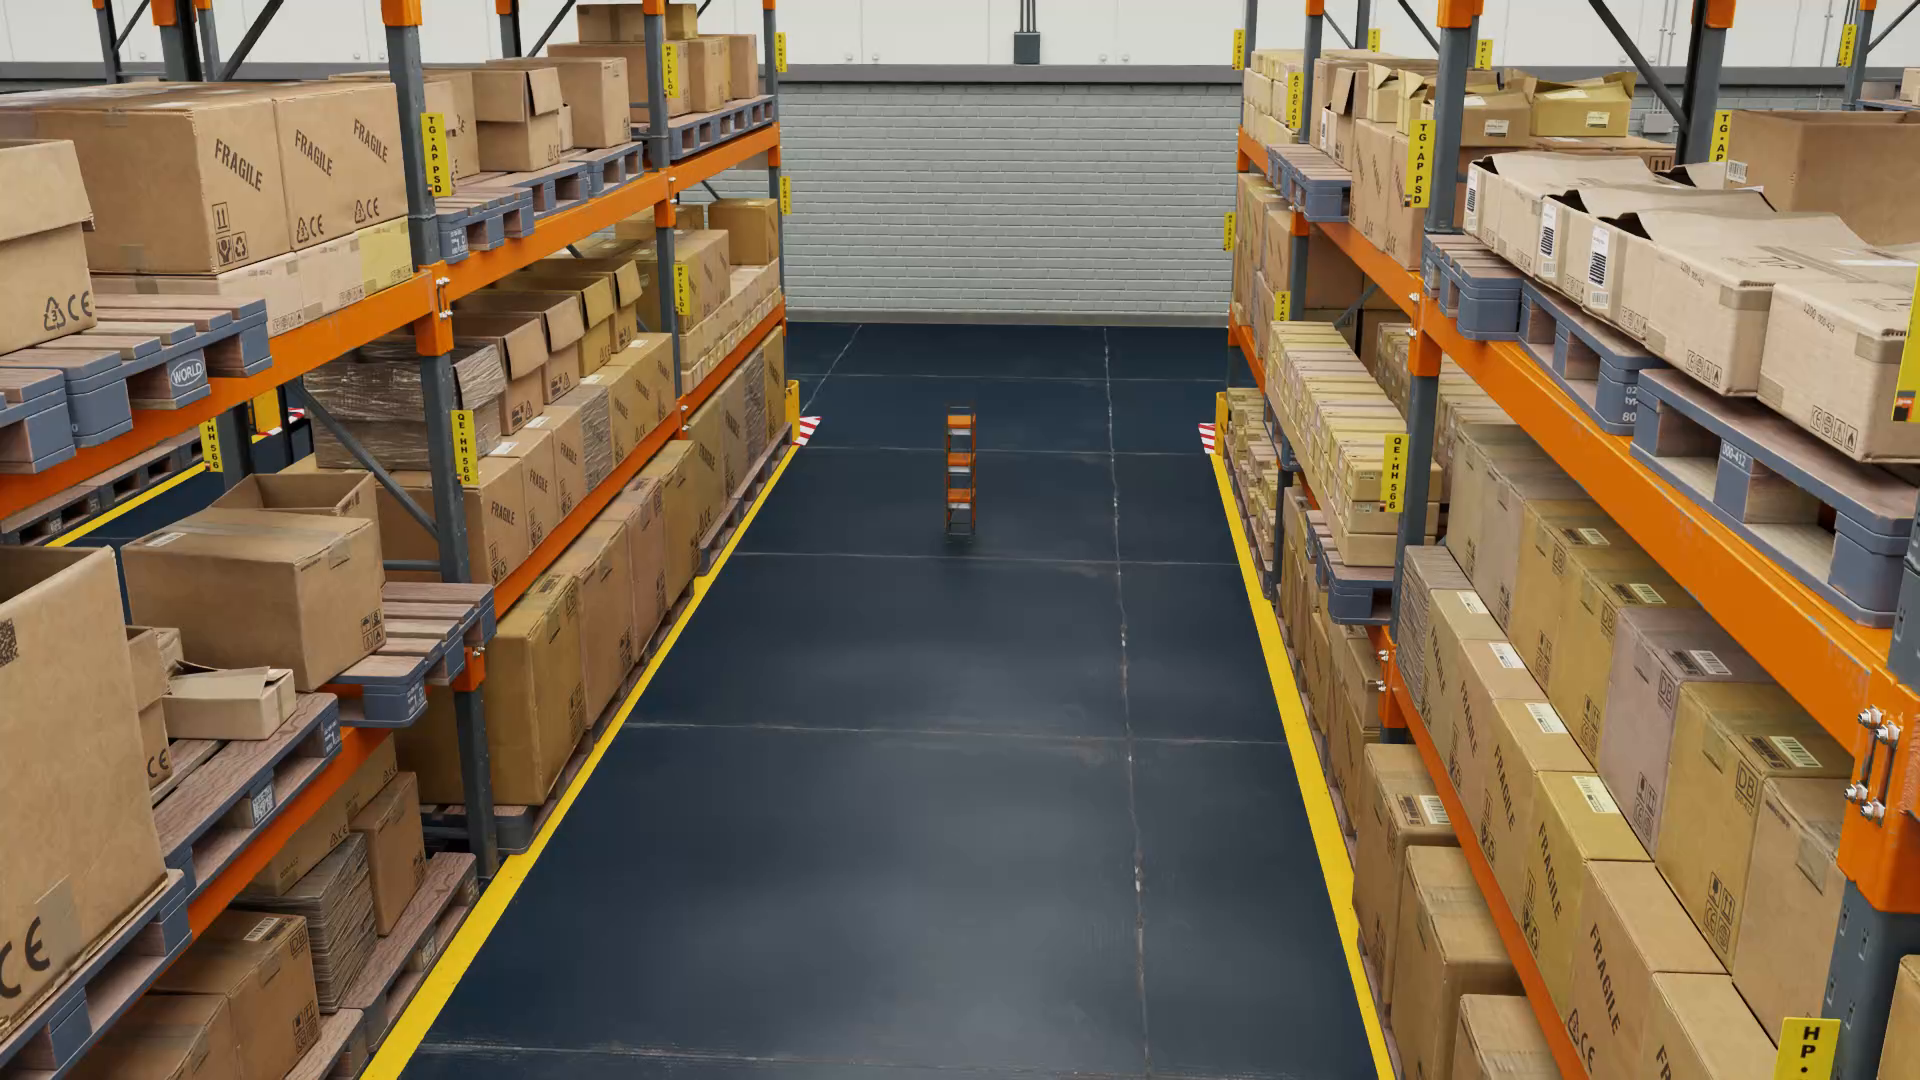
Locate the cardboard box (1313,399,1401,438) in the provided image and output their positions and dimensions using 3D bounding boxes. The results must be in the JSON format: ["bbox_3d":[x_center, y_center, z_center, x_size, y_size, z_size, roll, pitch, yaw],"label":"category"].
[{"bbox_3d":[1.947,-0.588,8.174,0.380,0.149,0.250,1,18,4],"label":"cardboard box"}]

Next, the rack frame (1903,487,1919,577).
[{"bbox_3d":[2.005,-1.354,2.104,1.000,3.000,0.127,1,18,4],"label":"rack frame"}]

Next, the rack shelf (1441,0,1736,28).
[{"bbox_3d":[2.148,-1.443,4.174,1.077,0.370,4.000,1,18,4],"label":"rack shelf"}]

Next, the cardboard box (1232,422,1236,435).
[{"bbox_3d":[2.496,-0.976,14.009,0.380,0.149,0.250,1,18,4],"label":"cardboard box"}]

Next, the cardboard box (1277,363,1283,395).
[{"bbox_3d":[2.057,-0.937,9.715,0.380,0.149,0.250,2,18,5],"label":"cardboard box"}]

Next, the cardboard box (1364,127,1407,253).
[{"bbox_3d":[2.102,-1.557,7.380,0.500,0.500,0.500,1,18,4],"label":"cardboard box"}]

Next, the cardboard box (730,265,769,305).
[{"bbox_3d":[-1.882,-2.128,13.864,0.500,0.250,0.500,1,18,3],"label":"cardboard box"}]

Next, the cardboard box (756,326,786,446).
[{"bbox_3d":[-2.041,-1.362,14.499,0.875,0.875,0.875,1,18,4],"label":"cardboard box"}]

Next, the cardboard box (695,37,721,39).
[{"bbox_3d":[-2.208,-3.596,12.767,0.700,0.500,0.500,0,18,0],"label":"cardboard box"}]

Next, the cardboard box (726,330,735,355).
[{"bbox_3d":[-1.916,-1.498,12.580,0.380,0.149,0.250,1,18,5],"label":"cardboard box"}]

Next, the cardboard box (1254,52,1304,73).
[{"bbox_3d":[2.468,-3.679,12.814,0.380,0.149,0.250,2,18,5],"label":"cardboard box"}]

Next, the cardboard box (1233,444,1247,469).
[{"bbox_3d":[2.433,-0.682,13.591,0.380,0.149,0.250,2,18,5],"label":"cardboard box"}]

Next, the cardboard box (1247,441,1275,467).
[{"bbox_3d":[2.365,-0.638,12.503,0.380,0.149,0.250,1,18,2],"label":"cardboard box"}]

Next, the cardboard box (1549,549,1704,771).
[{"bbox_3d":[2.144,0.346,4.783,0.700,0.500,0.500,1,18,3],"label":"cardboard box"}]

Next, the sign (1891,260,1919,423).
[{"bbox_3d":[1.463,-0.333,2.469,0.100,0.325,0.005,1,18,4],"label":"sign"}]

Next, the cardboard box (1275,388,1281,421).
[{"bbox_3d":[2.056,-0.792,9.752,0.380,0.149,0.250,1,18,4],"label":"cardboard box"}]

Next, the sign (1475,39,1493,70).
[{"bbox_3d":[3.132,-2.835,9.977,0.100,0.325,0.005,1,18,4],"label":"sign"}]

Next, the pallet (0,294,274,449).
[{"bbox_3d":[-2.713,-0.493,4.595,1.213,0.211,1.003,1,18,4],"label":"pallet"}]

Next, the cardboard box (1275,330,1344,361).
[{"bbox_3d":[2.078,-1.152,9.895,0.380,0.149,0.250,2,18,5],"label":"cardboard box"}]

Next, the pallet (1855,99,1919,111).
[{"bbox_3d":[7.767,-3.304,13.013,1.003,0.211,1.213,1,18,4],"label":"pallet"}]

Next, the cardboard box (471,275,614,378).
[{"bbox_3d":[-2.460,-1.243,9.627,0.797,0.503,0.637,1,18,5],"label":"cardboard box"}]

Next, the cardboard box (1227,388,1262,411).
[{"bbox_3d":[2.489,-1.203,14.224,0.380,0.149,0.250,0,18,1],"label":"cardboard box"}]

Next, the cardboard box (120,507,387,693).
[{"bbox_3d":[-2.587,0.209,6.131,0.700,0.500,0.500,4,19,12],"label":"cardboard box"}]

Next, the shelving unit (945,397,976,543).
[{"bbox_3d":[0.004,-0.516,12.310,0.215,1.050,0.252,1,18,4],"label":"shelving unit"}]

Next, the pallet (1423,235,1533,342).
[{"bbox_3d":[2.298,-0.880,5.778,1.213,0.211,1.003,2,18,6],"label":"pallet"}]

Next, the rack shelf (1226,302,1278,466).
[{"bbox_3d":[2.722,-1.267,12.628,1.077,0.370,4.000,1,18,4],"label":"rack shelf"}]

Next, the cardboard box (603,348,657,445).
[{"bbox_3d":[-2.165,-0.873,10.108,0.500,0.500,0.500,2,18,6],"label":"cardboard box"}]

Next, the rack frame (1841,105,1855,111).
[{"bbox_3d":[7.810,-2.151,14.171,1.000,3.000,0.127,1,18,4],"label":"rack frame"}]

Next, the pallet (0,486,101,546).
[{"bbox_3d":[-7.288,-0.145,12.525,1.003,0.211,1.213,1,18,4],"label":"pallet"}]

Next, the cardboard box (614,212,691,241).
[{"bbox_3d":[-2.445,-2.339,13.304,0.500,0.500,0.500,1,18,2],"label":"cardboard box"}]

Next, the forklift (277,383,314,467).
[{"bbox_3d":[-4.566,-1.576,12.525,1.130,2.935,3.031,1,18,2],"label":"forklift"}]

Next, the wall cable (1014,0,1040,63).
[{"bbox_3d":[1.768,-8.431,18.535,2.277,5.999,0.120,1,18,4],"label":"wall cable"}]

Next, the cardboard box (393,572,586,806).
[{"bbox_3d":[-2.578,0.709,8.181,1.225,0.875,0.875,0,18,1],"label":"cardboard box"}]

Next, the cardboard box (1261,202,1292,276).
[{"bbox_3d":[2.425,-2.123,11.841,0.500,0.500,0.500,2,18,5],"label":"cardboard box"}]

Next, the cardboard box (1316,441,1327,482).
[{"bbox_3d":[1.925,-0.373,7.996,0.380,0.149,0.250,1,18,4],"label":"cardboard box"}]

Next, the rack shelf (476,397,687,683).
[{"bbox_3d":[-2.505,-0.167,9.271,1.077,0.370,4.000,1,18,4],"label":"rack shelf"}]

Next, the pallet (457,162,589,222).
[{"bbox_3d":[-2.578,-1.772,8.499,1.003,0.211,1.213,2,18,6],"label":"pallet"}]

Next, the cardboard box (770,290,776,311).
[{"bbox_3d":[-1.789,-2.054,14.278,0.380,0.149,0.250,1,18,4],"label":"cardboard box"}]

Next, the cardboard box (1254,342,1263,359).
[{"bbox_3d":[2.406,-1.450,12.433,0.380,0.149,0.250,2,18,5],"label":"cardboard box"}]

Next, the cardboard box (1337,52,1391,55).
[{"bbox_3d":[3.091,-3.663,12.765,0.380,0.149,0.250,2,18,5],"label":"cardboard box"}]

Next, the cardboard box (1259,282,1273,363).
[{"bbox_3d":[2.370,-1.495,11.529,0.500,0.500,0.500,1,18,2],"label":"cardboard box"}]

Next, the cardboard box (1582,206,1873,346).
[{"bbox_3d":[1.911,-0.683,4.180,0.500,0.311,0.500,1,18,2],"label":"cardboard box"}]

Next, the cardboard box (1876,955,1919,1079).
[{"bbox_3d":[1.944,1.026,2.499,0.875,0.550,0.550,1,18,4],"label":"cardboard box"}]

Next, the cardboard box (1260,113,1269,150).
[{"bbox_3d":[2.464,-2.967,12.084,0.500,0.250,0.500,1,18,4],"label":"cardboard box"}]

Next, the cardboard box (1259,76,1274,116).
[{"bbox_3d":[2.455,-3.215,12.040,0.500,0.250,0.500,1,18,2],"label":"cardboard box"}]

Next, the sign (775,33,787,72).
[{"bbox_3d":[-1.534,-4.164,14.203,0.100,0.325,0.005,1,18,4],"label":"sign"}]

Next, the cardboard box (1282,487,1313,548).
[{"bbox_3d":[2.262,-0.132,10.145,0.500,0.250,0.500,0,18,1],"label":"cardboard box"}]

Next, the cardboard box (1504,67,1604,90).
[{"bbox_3d":[2.612,-1.942,7.325,0.396,0.266,0.258,1,18,4],"label":"cardboard box"}]

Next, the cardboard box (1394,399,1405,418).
[{"bbox_3d":[2.691,-0.704,9.484,0.380,0.149,0.250,0,18,1],"label":"cardboard box"}]

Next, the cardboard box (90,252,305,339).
[{"bbox_3d":[-2.499,-0.778,5.405,0.500,0.250,0.500,2,18,5],"label":"cardboard box"}]

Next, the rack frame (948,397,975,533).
[{"bbox_3d":[0.013,-0.553,12.426,0.200,1.050,0.008,1,18,4],"label":"rack frame"}]

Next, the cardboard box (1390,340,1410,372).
[{"bbox_3d":[2.706,-1.058,9.608,0.380,0.149,0.250,1,18,2],"label":"cardboard box"}]

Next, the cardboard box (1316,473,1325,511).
[{"bbox_3d":[1.928,-0.224,8.017,0.380,0.149,0.250,1,18,3],"label":"cardboard box"}]

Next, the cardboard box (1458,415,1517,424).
[{"bbox_3d":[2.576,-0.489,7.873,0.380,0.149,0.250,1,18,2],"label":"cardboard box"}]

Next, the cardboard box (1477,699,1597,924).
[{"bbox_3d":[1.882,0.810,4.974,0.500,0.500,0.500,1,18,3],"label":"cardboard box"}]

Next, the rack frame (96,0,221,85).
[{"bbox_3d":[-7.015,-5.334,14.249,1.000,3.000,0.127,1,18,4],"label":"rack frame"}]

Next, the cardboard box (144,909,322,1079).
[{"bbox_3d":[-2.737,1.648,5.883,0.700,0.500,0.500,3,18,9],"label":"cardboard box"}]

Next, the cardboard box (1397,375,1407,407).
[{"bbox_3d":[2.693,-0.838,9.413,0.380,0.149,0.250,1,18,2],"label":"cardboard box"}]

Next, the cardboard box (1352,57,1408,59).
[{"bbox_3d":[2.989,-3.343,11.788,0.380,0.149,0.250,1,18,2],"label":"cardboard box"}]
